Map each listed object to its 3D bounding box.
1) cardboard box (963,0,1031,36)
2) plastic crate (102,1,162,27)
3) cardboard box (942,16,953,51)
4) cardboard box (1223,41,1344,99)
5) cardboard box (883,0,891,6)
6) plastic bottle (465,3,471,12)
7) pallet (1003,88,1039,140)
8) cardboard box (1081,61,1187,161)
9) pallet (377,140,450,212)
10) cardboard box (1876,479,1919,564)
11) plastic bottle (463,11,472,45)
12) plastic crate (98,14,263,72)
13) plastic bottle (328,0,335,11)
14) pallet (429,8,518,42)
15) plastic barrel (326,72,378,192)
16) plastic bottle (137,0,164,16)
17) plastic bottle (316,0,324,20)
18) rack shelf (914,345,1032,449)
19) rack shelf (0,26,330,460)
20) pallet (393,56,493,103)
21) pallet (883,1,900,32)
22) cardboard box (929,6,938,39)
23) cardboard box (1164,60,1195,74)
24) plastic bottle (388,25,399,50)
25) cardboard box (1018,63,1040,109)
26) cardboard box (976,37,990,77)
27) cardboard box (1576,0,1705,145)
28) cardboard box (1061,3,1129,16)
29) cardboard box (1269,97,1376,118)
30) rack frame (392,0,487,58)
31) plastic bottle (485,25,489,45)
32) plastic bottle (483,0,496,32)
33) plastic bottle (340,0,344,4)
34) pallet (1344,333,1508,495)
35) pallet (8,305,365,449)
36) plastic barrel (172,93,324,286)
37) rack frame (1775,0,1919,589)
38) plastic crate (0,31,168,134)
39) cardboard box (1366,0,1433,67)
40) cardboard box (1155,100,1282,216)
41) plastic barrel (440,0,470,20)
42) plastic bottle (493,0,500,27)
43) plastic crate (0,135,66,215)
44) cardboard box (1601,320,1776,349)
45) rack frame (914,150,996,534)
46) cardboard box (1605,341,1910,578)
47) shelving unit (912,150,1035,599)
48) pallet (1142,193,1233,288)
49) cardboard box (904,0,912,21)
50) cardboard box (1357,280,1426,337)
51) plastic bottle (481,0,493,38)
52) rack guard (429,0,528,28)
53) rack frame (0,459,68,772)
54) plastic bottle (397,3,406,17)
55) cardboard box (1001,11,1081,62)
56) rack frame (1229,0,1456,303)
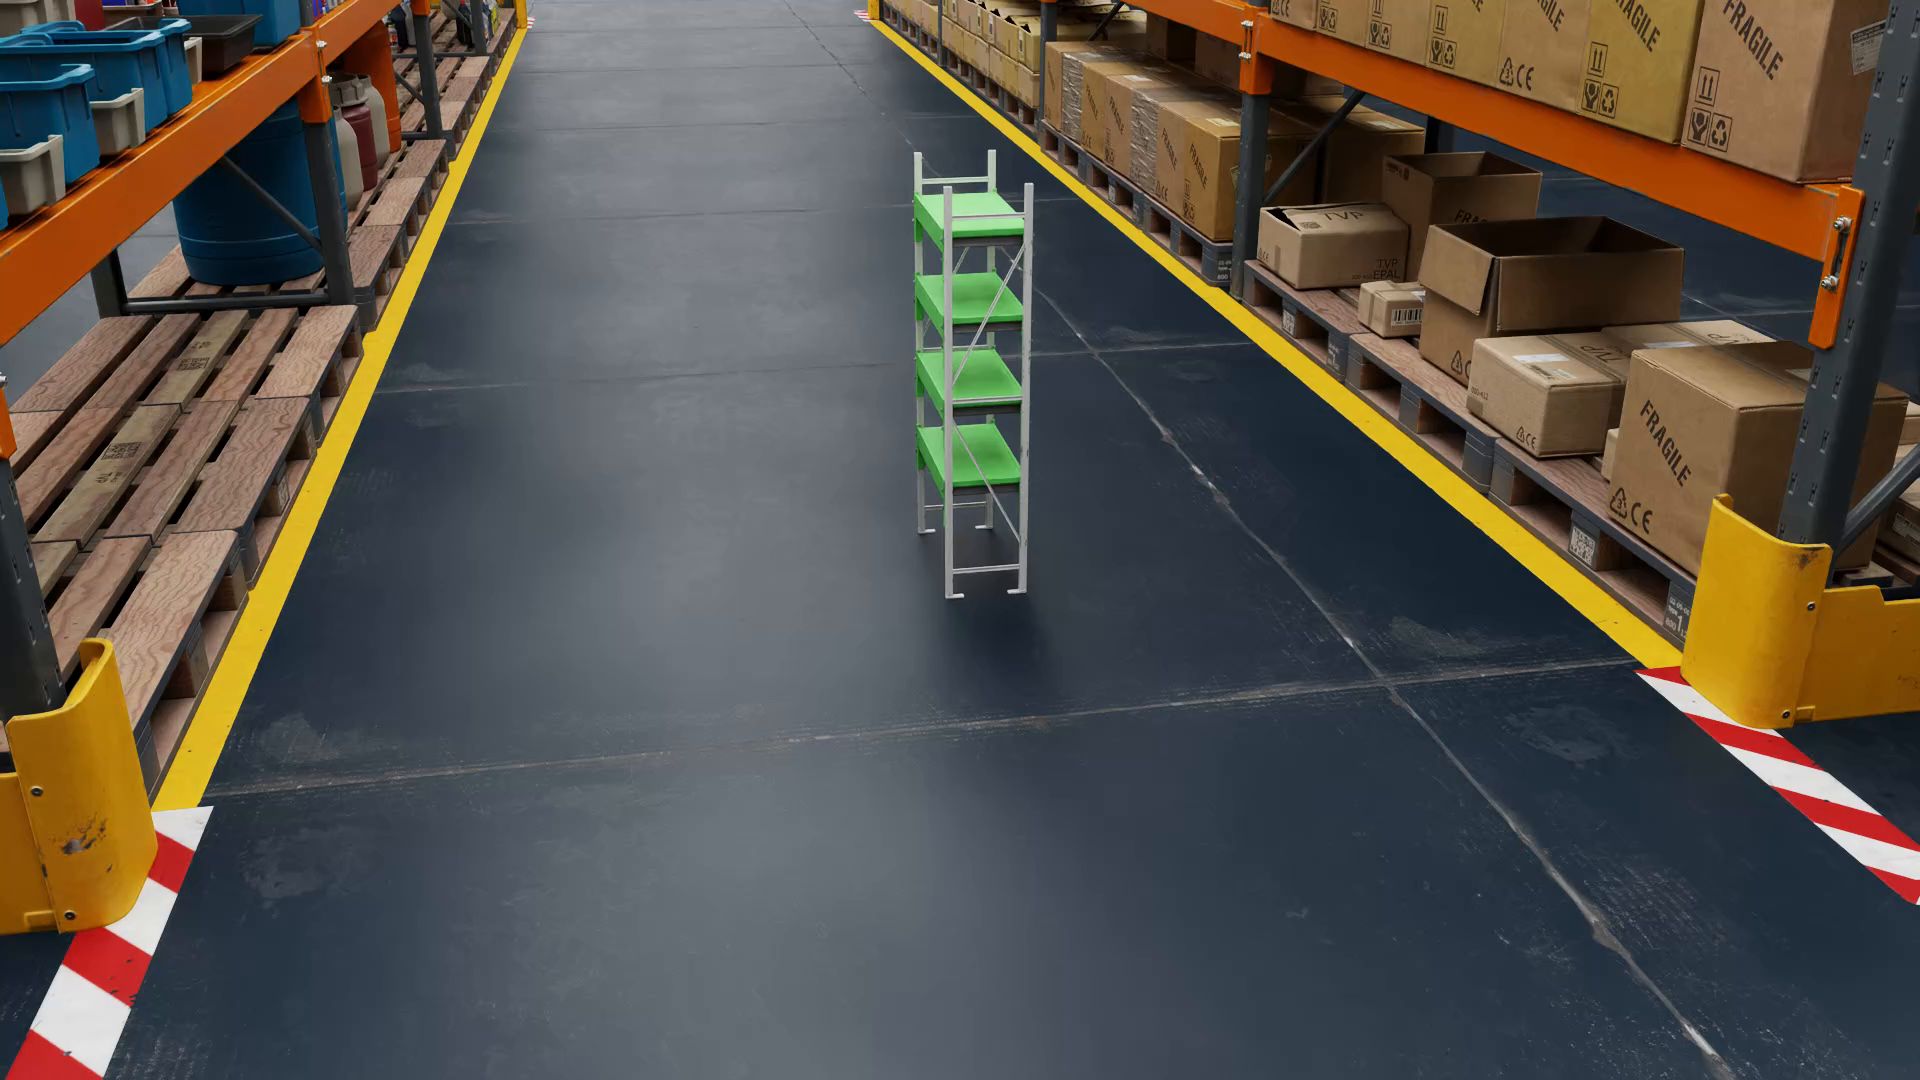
[{"bbox_3d":[0.320,-4.304,13.567,0.500,0.311,0.500,-5,24,-11],"label":"cardboard box"},{"bbox_3d":[-3.140,-1.898,6.101,0.396,0.136,0.243,-4,24,-10],"label":"plastic crate"},{"bbox_3d":[0.135,-4.452,14.606,0.500,0.250,0.500,-5,24,-11],"label":"cardboard box"},{"bbox_3d":[1.748,-2.551,8.980,0.500,0.250,0.500,-4,24,-10],"label":"cardboard box"},{"bbox_3d":[-0.555,-5.975,18.093,0.500,0.250,0.500,-4,24,-10],"label":"cardboard box"},{"bbox_3d":[-4.560,-4.853,15.468,0.152,0.276,0.135,-4,24,-10],"label":"plastic bottle"},{"bbox_3d":[0.930,-3.172,12.249,1.003,0.211,1.213,-4,24,-10],"label":"pallet"},{"bbox_3d":[1.037,-2.576,9.973,0.500,0.500,0.500,-5,24,-10],"label":"cardboard box"},{"bbox_3d":[-3.638,-2.173,9.962,1.003,0.211,1.213,-4,24,-10],"label":"pallet"},{"bbox_3d":[2.783,-0.062,4.655,0.380,0.149,0.250,-4,24,-10],"label":"cardboard box"},{"bbox_3d":[-4.384,-4.563,14.794,0.061,0.283,0.133,-4,24,-10],"label":"plastic bottle"},{"bbox_3d":[-2.614,-1.666,5.584,0.437,0.125,0.590,-4,24,-10],"label":"plastic crate"},{"bbox_3d":[-2.864,-2.482,7.340,0.152,0.276,0.135,-4,24,-10],"label":"plastic bottle"},{"bbox_3d":[-5.099,-5.280,17.076,1.003,0.211,1.213,-4,24,-10],"label":"pallet"},{"bbox_3d":[-3.509,-2.210,9.050,0.600,0.588,0.708,-4,24,-10],"label":"plastic barrel"},{"bbox_3d":[-3.357,-2.241,6.882,0.097,0.201,0.097,0,24,0],"label":"plastic bottle"},{"bbox_3d":[-2.758,-2.359,7.050,0.061,0.283,0.133,-4,24,-10],"label":"plastic bottle"},{"bbox_3d":[0.031,-0.426,4.886,0.258,0.148,0.480,-4,24,-10],"label":"rack shelf"},{"bbox_3d":[-2.715,-1.068,4.847,1.077,0.370,4.000,-4,24,-10],"label":"rack shelf"},{"bbox_3d":[-4.381,-3.747,13.566,1.003,0.211,1.213,-4,24,-10],"label":"pallet"},{"bbox_3d":[-0.253,-5.694,18.024,1.003,0.211,1.213,-4,24,-10],"label":"pallet"},{"bbox_3d":[0.004,-4.795,15.392,0.500,0.250,0.500,-4,24,-10],"label":"cardboard box"},{"bbox_3d":[1.543,-2.625,10.086,0.500,0.500,0.500,-5,24,-12],"label":"cardboard box"},{"bbox_3d":[-4.938,-4.370,14.455,0.097,0.201,0.097,0,24,0],"label":"plastic bottle"},{"bbox_3d":[0.707,-3.244,11.841,0.500,0.250,0.500,-4,24,-8],"label":"cardboard box"},{"bbox_3d":[0.420,-3.847,13.221,0.500,0.250,0.500,-4,24,-9],"label":"cardboard box"},{"bbox_3d":[2.073,-1.382,4.541,0.500,0.500,0.500,-4,24,-9],"label":"cardboard box"},{"bbox_3d":[1.038,-3.947,12.749,0.500,0.311,0.500,-5,24,-11],"label":"cardboard box"},{"bbox_3d":[1.824,-2.023,8.708,0.500,0.500,0.500,-4,24,-9],"label":"cardboard box"},{"bbox_3d":[-4.565,-5.331,13.709,1.000,3.000,0.127,-4,24,-10],"label":"rack frame"},{"bbox_3d":[-4.230,-4.488,14.725,0.097,0.201,0.097,0,24,0],"label":"plastic bottle"},{"bbox_3d":[-4.420,-4.909,15.501,0.144,0.351,0.185,-4,24,-10],"label":"plastic bottle"},{"bbox_3d":[-2.895,-2.572,7.639,0.097,0.201,0.097,0,24,0],"label":"plastic bottle"},{"bbox_3d":[2.138,-0.521,6.178,1.003,0.211,1.213,-4,24,-10],"label":"pallet"},{"bbox_3d":[-2.911,-0.620,6.406,1.003,0.211,1.213,-4,24,-10],"label":"pallet"},{"bbox_3d":[-3.169,-1.631,7.333,0.600,0.901,0.708,-4,24,-10],"label":"plastic barrel"},{"bbox_3d":[2.523,-0.976,3.738,1.000,3.000,0.127,-4,24,-10],"label":"rack frame"},{"bbox_3d":[-2.311,-1.201,4.387,0.416,0.233,0.300,-4,24,-10],"label":"plastic crate"},{"bbox_3d":[1.798,-1.977,5.903,0.500,0.500,0.500,-4,24,-10],"label":"cardboard box"},{"bbox_3d":[1.327,-1.974,8.595,0.500,0.500,0.500,-4,24,-10],"label":"cardboard box"},{"bbox_3d":[-5.015,-5.507,16.694,0.421,0.512,0.421,0,24,0],"label":"plastic barrel"},{"bbox_3d":[-4.514,-5.067,15.957,0.152,0.276,0.135,-4,24,-9],"label":"plastic bottle"},{"bbox_3d":[-2.046,-0.772,3.523,0.250,0.136,0.298,-4,24,-10],"label":"plastic crate"},{"bbox_3d":[2.516,-0.546,5.638,0.500,0.250,0.500,-4,24,-10],"label":"cardboard box"},{"bbox_3d":[-0.015,-0.581,5.081,0.240,1.200,0.015,-4,24,-10],"label":"rack frame"},{"bbox_3d":[2.180,-0.228,4.598,0.500,0.500,0.500,-4,24,-10],"label":"cardboard box"},{"bbox_3d":[0.031,-0.485,4.861,0.258,1.200,0.503,-4,24,-10],"label":"shelving unit"},{"bbox_3d":[1.596,-1.589,8.624,1.003,0.211,1.213,-4,24,-10],"label":"pallet"},{"bbox_3d":[-0.279,-5.385,16.742,0.500,0.250,0.500,-4,24,-10],"label":"cardboard box"},{"bbox_3d":[1.818,-0.932,6.627,0.380,0.166,0.250,-4,24,-10],"label":"cardboard box"},{"bbox_3d":[-4.341,-4.741,15.118,0.144,0.351,0.185,-5,24,-12],"label":"plastic bottle"},{"bbox_3d":[-5.244,-5.733,17.751,1.175,0.500,0.348,-4,24,-10],"label":"rack guard"},{"bbox_3d":[-2.346,-0.611,2.902,1.000,3.000,0.127,-4,24,-10],"label":"rack frame"},{"bbox_3d":[-5.002,-4.626,14.855,0.144,0.351,0.185,-6,24,-12],"label":"plastic bottle"},{"bbox_3d":[0.602,-3.704,12.193,0.500,0.311,0.500,-5,24,-11],"label":"cardboard box"},{"bbox_3d":[1.783,-2.550,7.340,1.000,3.000,0.127,-4,24,-10],"label":"rack frame"}]
